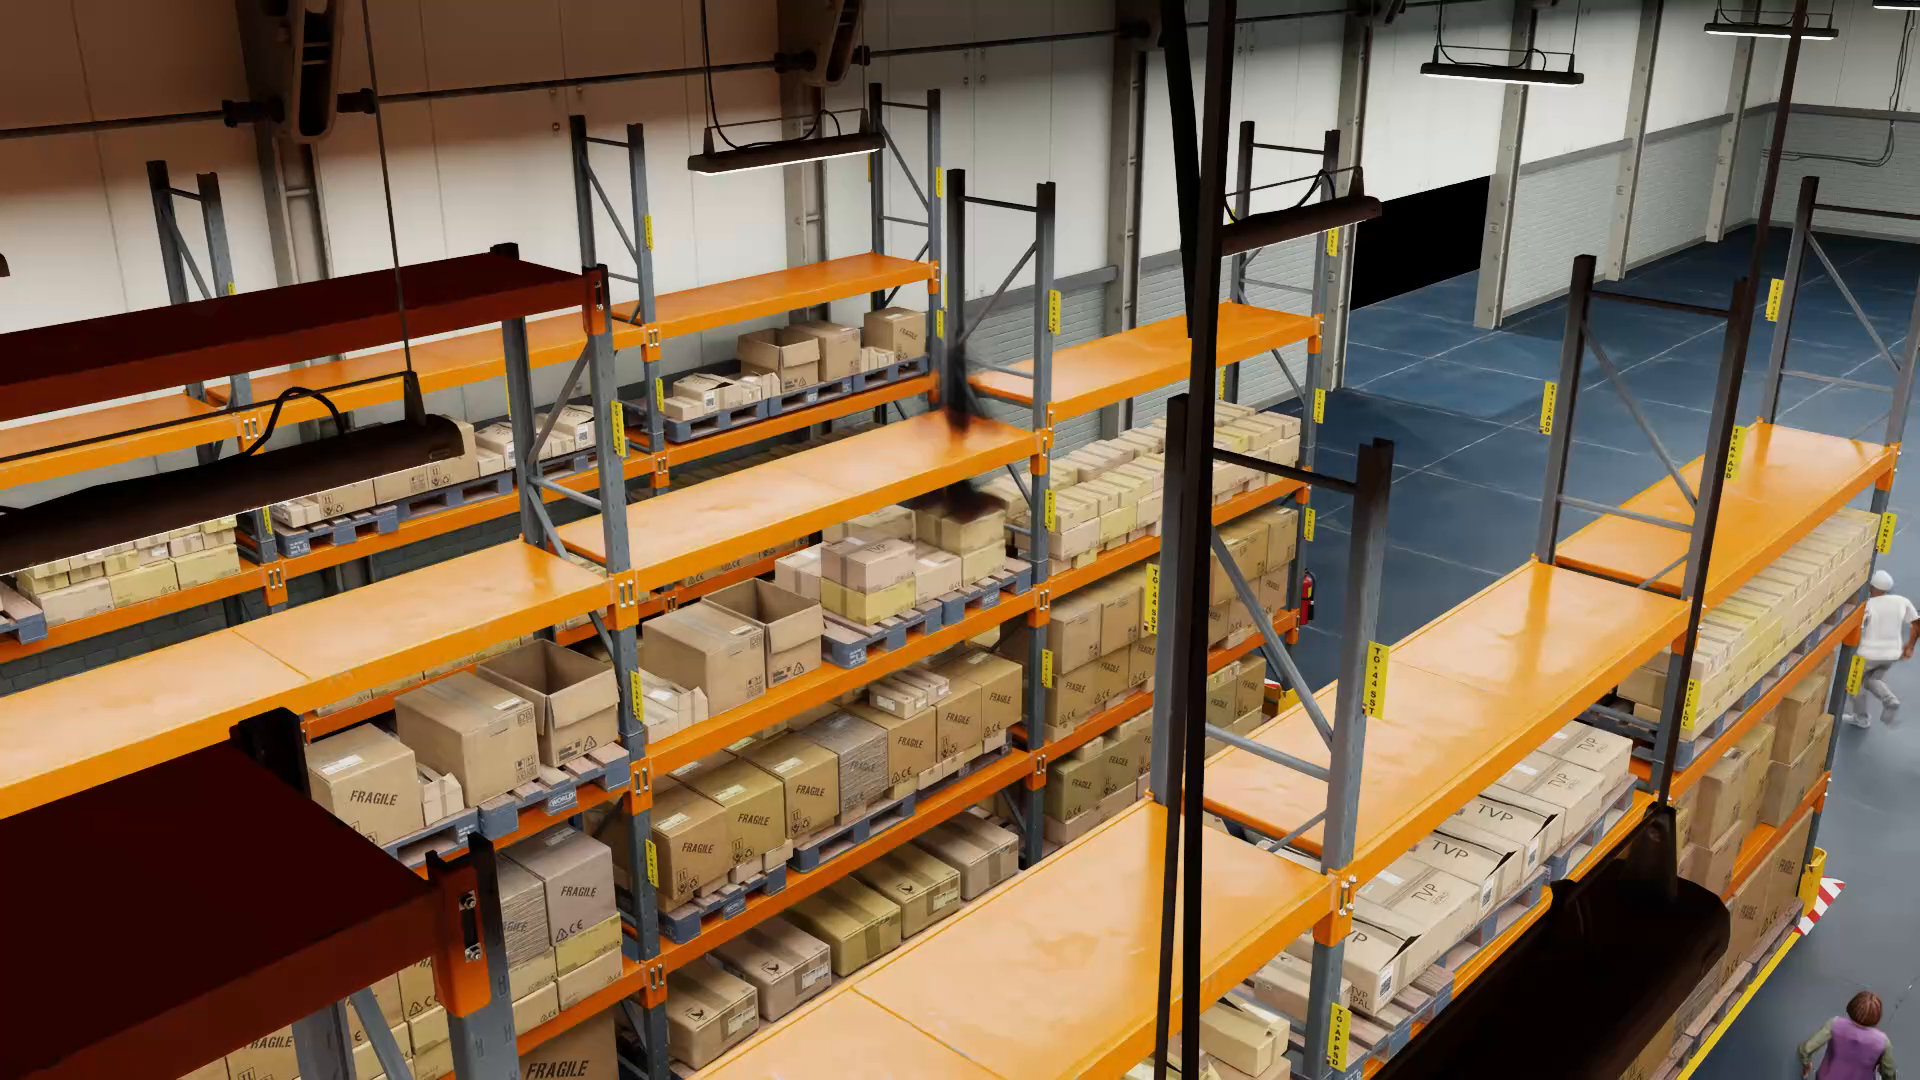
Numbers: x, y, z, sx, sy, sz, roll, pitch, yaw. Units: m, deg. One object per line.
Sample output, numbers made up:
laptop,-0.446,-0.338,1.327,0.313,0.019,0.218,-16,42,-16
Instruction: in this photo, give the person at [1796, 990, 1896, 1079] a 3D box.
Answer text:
person,5.656,3.651,10.698,0.667,1.376,0.507,-18,28,-39

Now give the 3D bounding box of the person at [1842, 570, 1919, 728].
person,9.230,1.163,16.714,0.737,1.719,0.705,-2,21,-6
